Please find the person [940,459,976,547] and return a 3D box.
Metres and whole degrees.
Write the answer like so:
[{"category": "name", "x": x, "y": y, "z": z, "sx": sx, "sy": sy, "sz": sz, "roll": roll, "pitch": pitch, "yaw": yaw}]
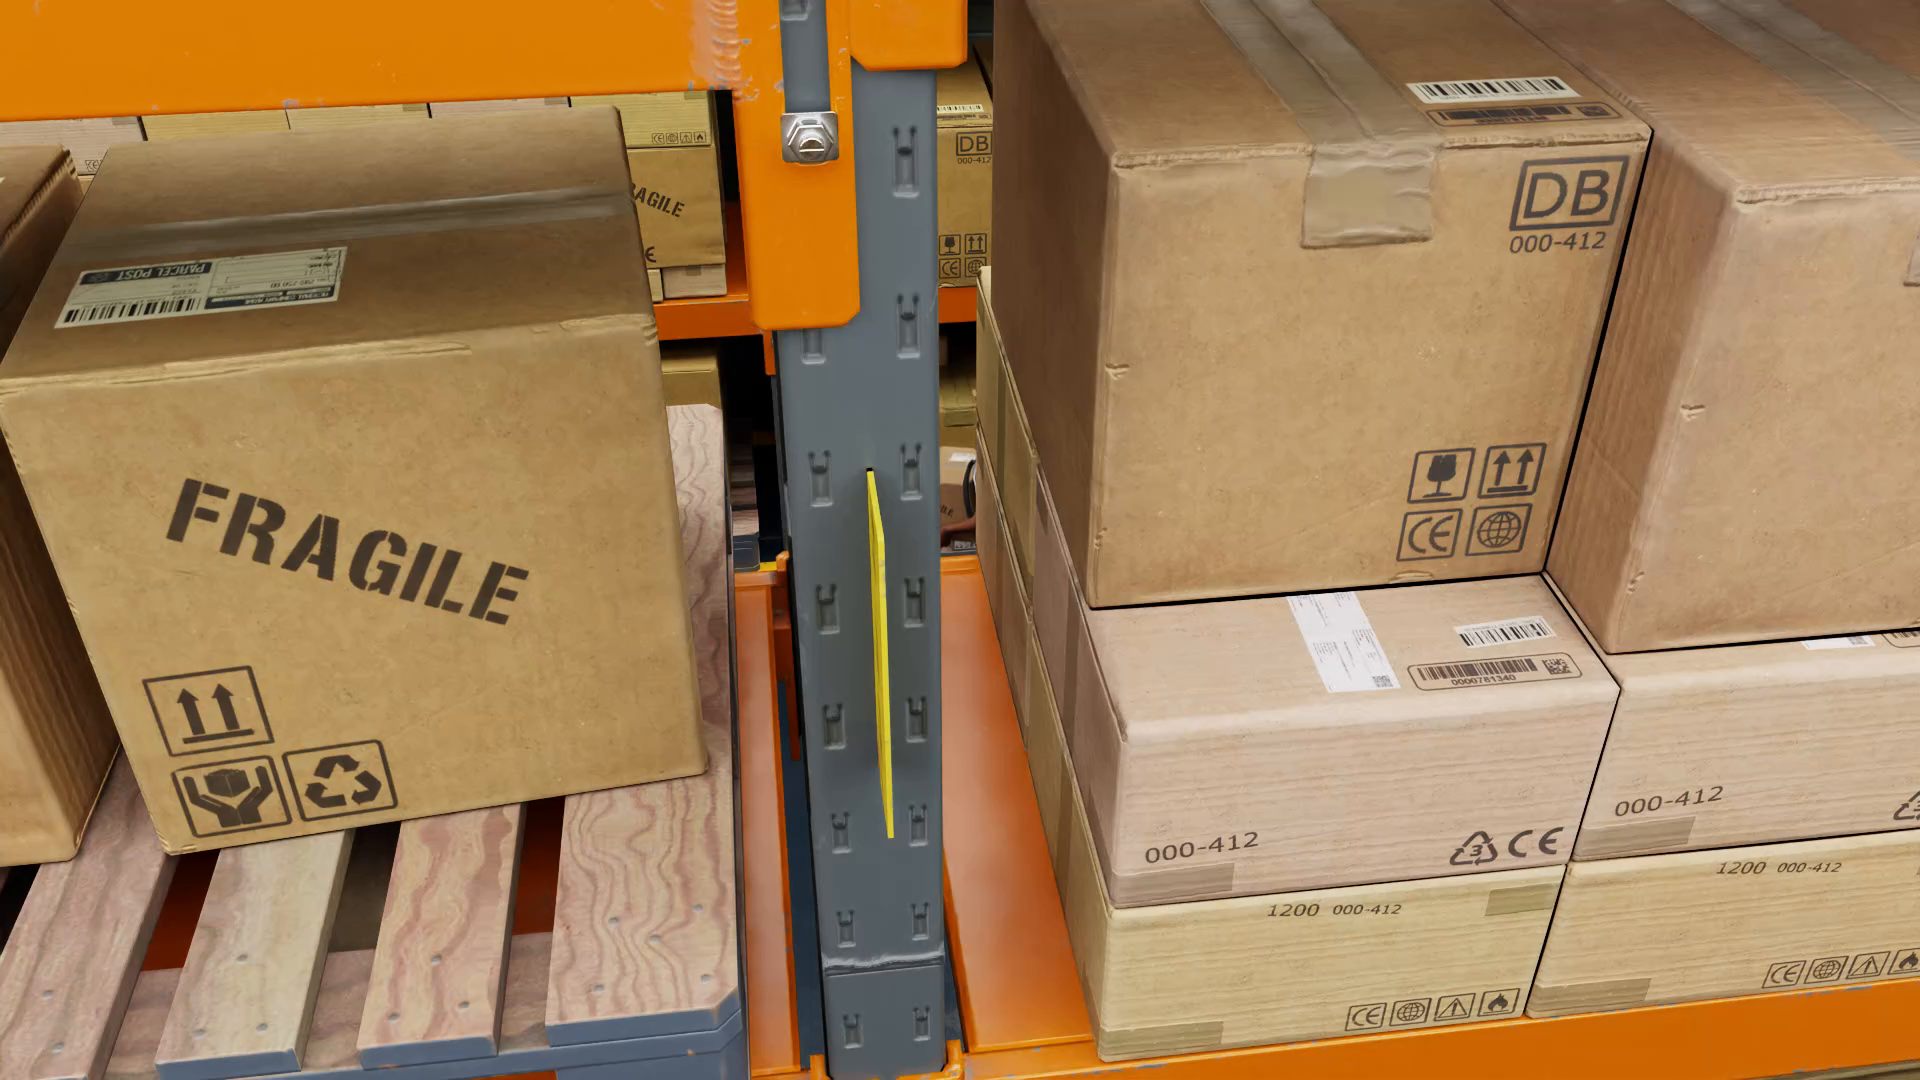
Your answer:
[{"category": "person", "x": 0.142, "y": -0.010, "z": 6.144, "sx": 0.527, "sy": 1.684, "sz": 0.451, "roll": 11, "pitch": 36, "yaw": 15}]
